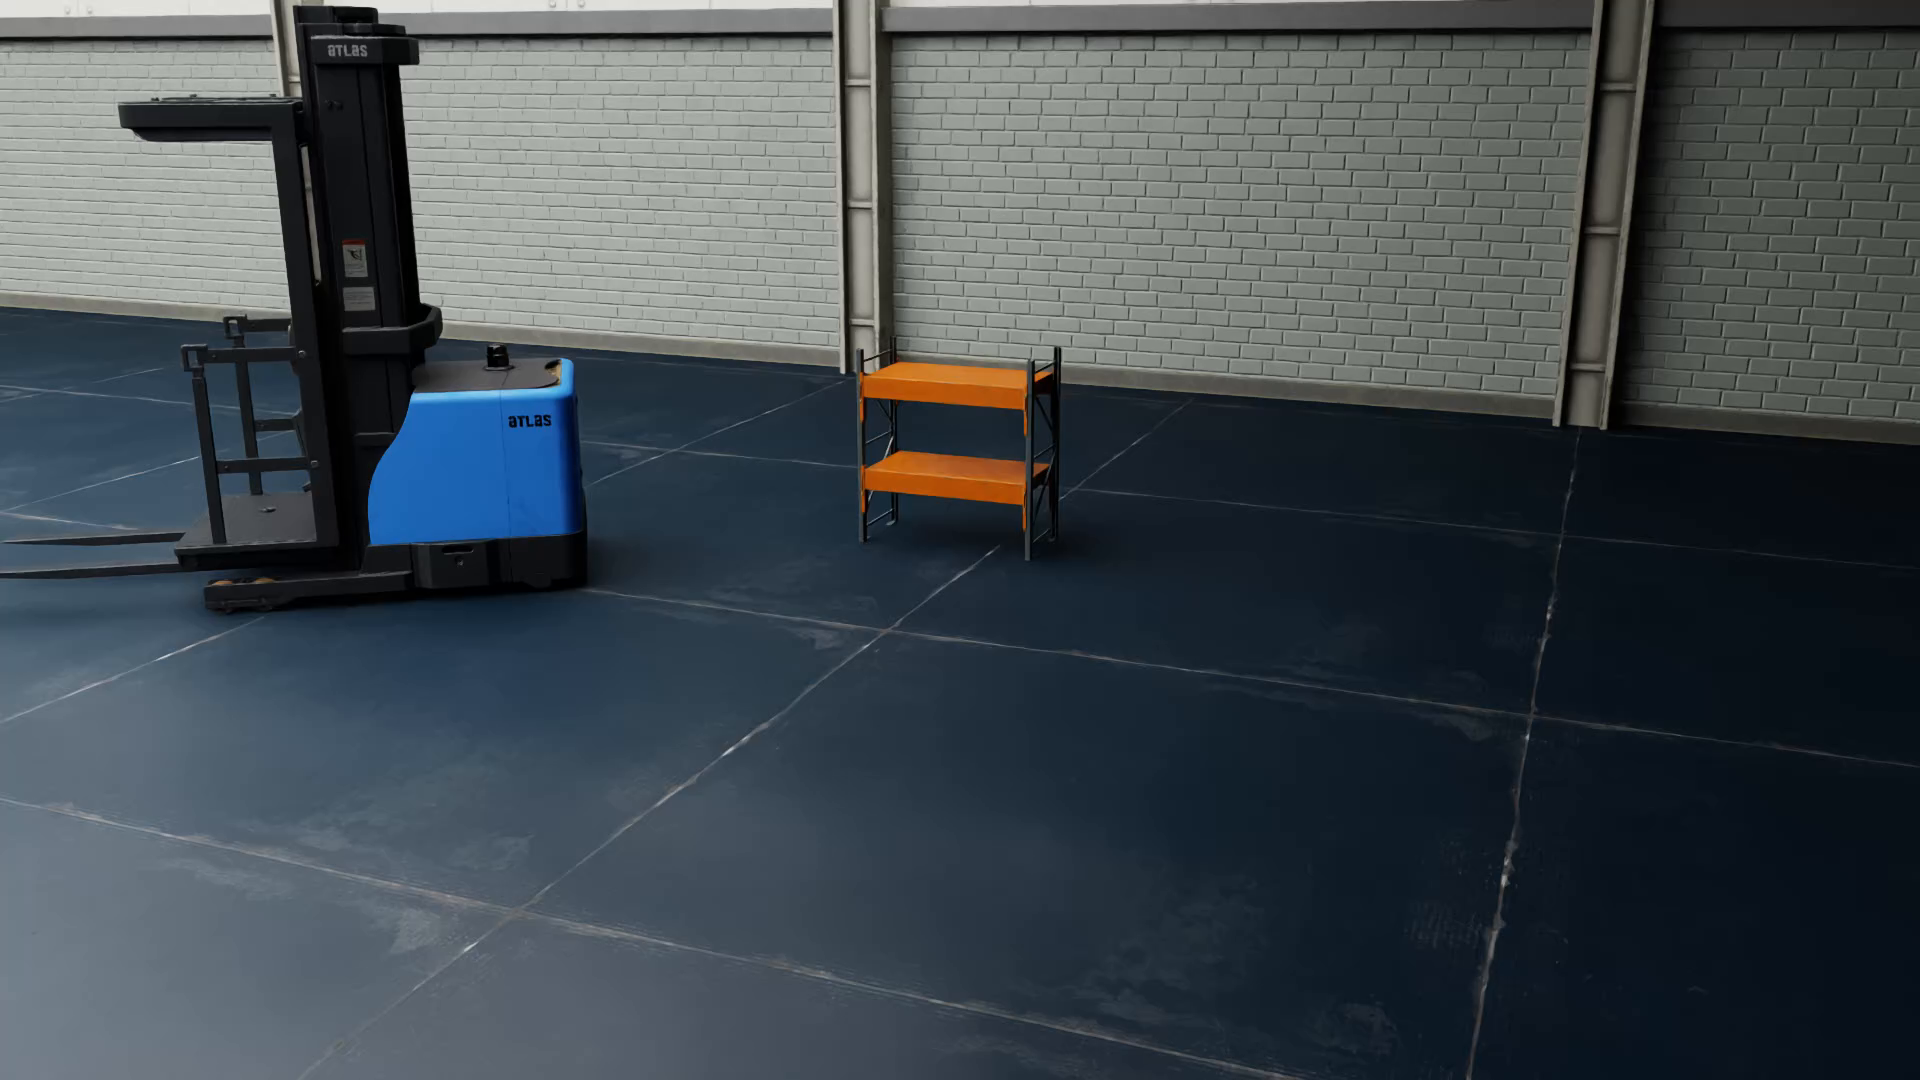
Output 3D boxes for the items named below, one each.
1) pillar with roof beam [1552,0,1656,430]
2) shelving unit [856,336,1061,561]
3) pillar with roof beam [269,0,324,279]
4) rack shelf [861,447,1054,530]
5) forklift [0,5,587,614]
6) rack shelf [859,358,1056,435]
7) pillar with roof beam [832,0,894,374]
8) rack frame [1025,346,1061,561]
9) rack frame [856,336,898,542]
[{"bbox_3d":[3.173,-4.094,7.635,0.400,9.000,9.100,6,17,21],"label":"pillar with roof beam"},{"bbox_3d":[-0.006,-0.541,9.519,1.048,1.125,0.538,6,17,21],"label":"shelving unit"},{"bbox_3d":[-7.990,-5.322,11.864,0.400,9.000,9.100,6,17,21],"label":"pillar with roof beam"},{"bbox_3d":[-0.006,-0.306,9.587,1.000,0.278,0.538,6,17,21],"label":"rack shelf"},{"bbox_3d":[-3.550,-1.196,8.535,3.031,2.935,1.130,-3,17,-12],"label":"forklift"},{"bbox_3d":[-0.006,-0.822,9.438,1.000,0.278,0.538,6,17,21],"label":"rack shelf"},{"bbox_3d":[-2.408,-4.708,9.749,0.400,9.000,9.100,6,17,21],"label":"pillar with roof beam"},{"bbox_3d":[0.467,-0.489,9.340,0.032,1.125,0.500,6,17,21],"label":"rack frame"},{"bbox_3d":[-0.479,-0.593,9.698,0.032,1.125,0.500,6,17,21],"label":"rack frame"}]
